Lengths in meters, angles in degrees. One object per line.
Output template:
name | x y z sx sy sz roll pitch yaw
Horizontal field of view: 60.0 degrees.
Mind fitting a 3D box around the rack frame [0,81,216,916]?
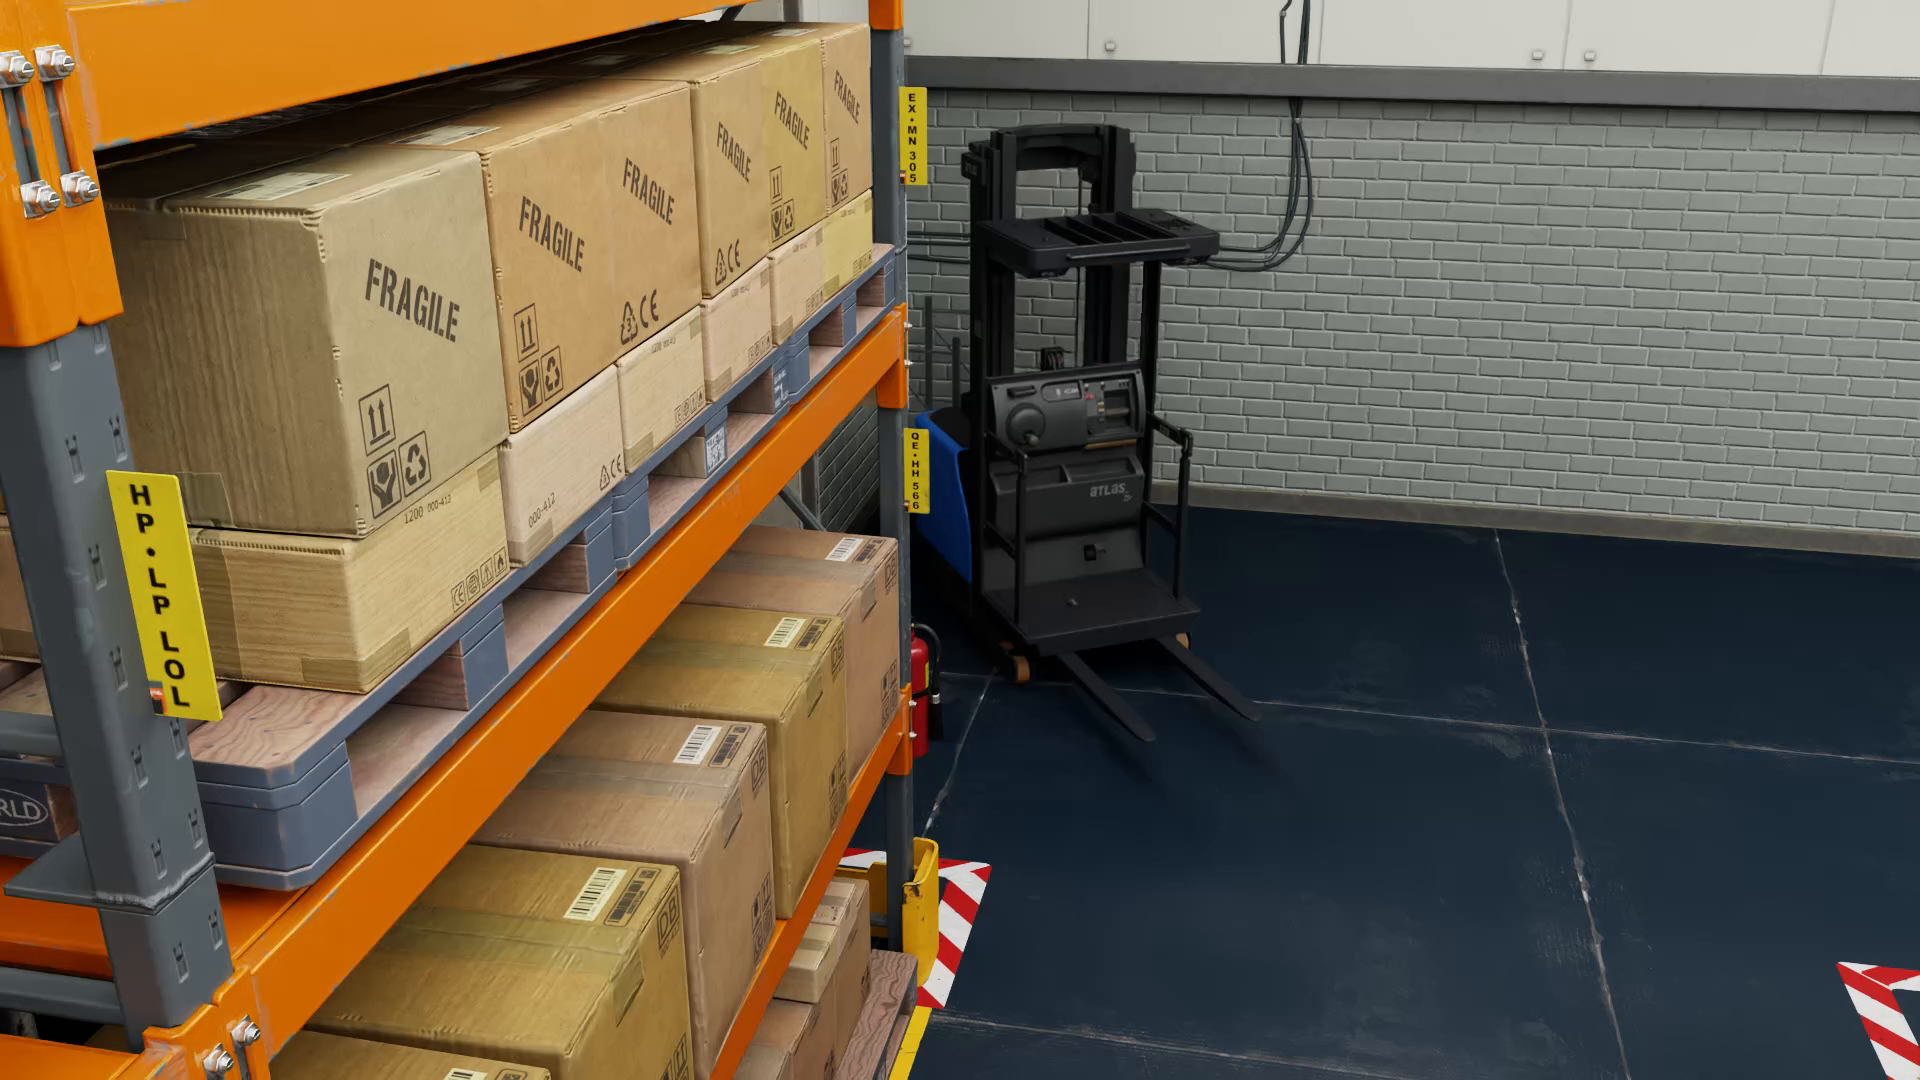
rack frame | -1.507 -0.971 1.720 1.000 3.000 0.127 4 22 11

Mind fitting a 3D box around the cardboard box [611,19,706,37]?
cardboard box | -1.076 -1.314 5.086 0.500 0.500 0.500 4 22 9

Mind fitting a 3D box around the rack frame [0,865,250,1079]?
rack frame | -1.507 1.811 2.841 1.000 3.000 0.127 4 22 11

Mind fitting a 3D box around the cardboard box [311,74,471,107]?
cardboard box | -1.402 -0.755 3.698 0.500 0.500 0.500 4 22 9

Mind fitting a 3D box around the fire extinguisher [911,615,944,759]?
fire extinguisher | -0.208 0.537 6.607 0.296 0.674 0.183 4 22 11

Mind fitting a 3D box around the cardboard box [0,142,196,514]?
cardboard box | -1.592 -0.373 2.750 0.500 0.500 0.500 4 22 11

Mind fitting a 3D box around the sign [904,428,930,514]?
sign | -0.162 -0.252 6.097 0.100 0.325 0.005 4 22 11

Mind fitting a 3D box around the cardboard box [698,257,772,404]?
cardboard box | -0.786 -0.545 4.182 0.500 0.250 0.500 4 22 9

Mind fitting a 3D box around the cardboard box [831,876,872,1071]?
cardboard box | -0.735 1.577 6.207 0.700 0.500 0.500 4 22 11

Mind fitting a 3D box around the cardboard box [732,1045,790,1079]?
cardboard box | -0.939 1.944 5.296 0.700 0.500 0.500 4 22 9

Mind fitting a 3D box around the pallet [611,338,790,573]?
pallet | -1.078 -0.282 4.143 1.003 0.211 1.213 4 22 11

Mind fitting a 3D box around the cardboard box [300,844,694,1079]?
cardboard box | -1.226 1.208 3.936 0.980 0.700 0.700 4 22 10

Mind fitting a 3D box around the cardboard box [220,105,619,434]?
cardboard box | -0.988 -0.527 3.134 0.500 0.500 0.500 4 22 10

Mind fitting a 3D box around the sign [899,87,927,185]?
sign | -0.162 -1.371 5.647 0.100 0.325 0.005 4 22 11

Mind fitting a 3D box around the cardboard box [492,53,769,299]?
cardboard box | -0.784 -0.900 4.060 0.500 0.500 0.500 3 22 9

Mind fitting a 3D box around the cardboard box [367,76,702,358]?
cardboard box | -0.892 -0.708 3.583 0.500 0.500 0.500 5 22 11

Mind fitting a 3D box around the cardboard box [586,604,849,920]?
cardboard box | -0.922 0.663 5.289 0.980 0.700 0.700 4 22 10

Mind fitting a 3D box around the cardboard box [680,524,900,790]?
cardboard box | -0.785 0.397 5.952 0.980 0.700 0.700 5 23 13

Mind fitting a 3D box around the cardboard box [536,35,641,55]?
cardboard box | -1.191 -1.121 4.608 0.500 0.500 0.500 4 22 10

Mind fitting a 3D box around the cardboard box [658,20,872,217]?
cardboard box | -0.573 -1.274 4.987 0.500 0.500 0.500 4 22 11

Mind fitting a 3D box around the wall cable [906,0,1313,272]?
wall cable | 0.814 -3.035 11.001 3.097 2.526 0.112 4 22 11

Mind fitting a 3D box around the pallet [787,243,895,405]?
pallet | -0.831 -0.730 5.254 1.003 0.211 1.213 4 22 11

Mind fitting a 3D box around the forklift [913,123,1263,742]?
forklift | 0.696 -0.724 9.227 1.130 2.935 3.031 -8 23 -19

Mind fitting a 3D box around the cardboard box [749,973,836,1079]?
cardboard box | -0.837 1.760 5.753 0.700 0.500 0.500 4 22 11

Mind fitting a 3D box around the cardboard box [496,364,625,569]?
cardboard box | -0.990 -0.170 3.249 0.500 0.250 0.500 4 22 10

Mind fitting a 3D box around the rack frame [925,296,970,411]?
rack frame | 0.003 -0.973 11.761 0.500 1.500 0.032 5 23 13

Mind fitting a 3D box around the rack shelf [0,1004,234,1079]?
rack shelf | -1.915 1.485 0.599 1.077 0.370 4.000 4 22 11

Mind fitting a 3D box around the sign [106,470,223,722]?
sign | -0.973 0.072 2.031 0.100 0.325 0.005 4 22 11

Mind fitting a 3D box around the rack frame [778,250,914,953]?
rack frame | -0.690 0.348 6.473 1.000 3.000 0.127 4 22 11

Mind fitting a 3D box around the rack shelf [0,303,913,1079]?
rack shelf | -1.098 0.022 4.231 1.077 0.370 4.000 4 22 11

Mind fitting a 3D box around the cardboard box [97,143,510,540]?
cardboard box | -1.087 -0.339 2.666 0.500 0.500 0.500 4 22 10

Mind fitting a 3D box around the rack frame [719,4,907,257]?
rack frame | -0.690 -2.434 5.353 1.000 3.000 0.127 4 22 11

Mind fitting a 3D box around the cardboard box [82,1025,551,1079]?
cardboard box | -1.380 1.475 3.274 0.980 0.700 0.700 5 22 12

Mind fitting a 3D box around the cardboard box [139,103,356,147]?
cardboard box | -1.488 -0.562 3.219 0.500 0.500 0.500 4 22 9

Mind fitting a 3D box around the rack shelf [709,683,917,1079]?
rack shelf | -1.098 1.414 4.791 1.077 0.370 4.000 4 22 11

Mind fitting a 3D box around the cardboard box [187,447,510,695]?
cardboard box | -1.107 0.016 2.789 0.500 0.250 0.500 4 22 11

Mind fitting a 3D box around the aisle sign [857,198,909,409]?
aisle sign | -0.382 -0.861 5.996 0.394 0.787 0.004 4 22 11

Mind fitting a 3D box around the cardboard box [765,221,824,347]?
cardboard box | -0.685 -0.736 4.656 0.500 0.250 0.500 4 22 9

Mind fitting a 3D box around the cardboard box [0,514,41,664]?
cardboard box | -1.596 -0.020 2.877 0.500 0.250 0.500 5 22 11

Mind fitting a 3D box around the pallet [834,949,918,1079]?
pallet | -0.777 1.940 6.253 1.003 0.211 1.213 4 22 11

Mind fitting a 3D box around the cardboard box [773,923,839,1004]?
cardboard box | -0.635 1.430 5.703 0.380 0.149 0.250 5 22 12

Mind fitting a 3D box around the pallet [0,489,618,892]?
pallet | -1.329 0.163 3.038 1.003 0.211 1.213 4 22 11

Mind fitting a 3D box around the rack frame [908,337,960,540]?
rack frame | -0.245 -0.604 10.847 0.500 1.500 0.032 5 23 13

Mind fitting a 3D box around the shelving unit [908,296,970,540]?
shelving unit | -0.121 -0.789 11.304 0.538 1.500 1.048 5 23 13

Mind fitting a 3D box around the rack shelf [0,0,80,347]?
rack shelf | -1.915 0.279 0.113 1.077 0.370 4.000 4 22 11

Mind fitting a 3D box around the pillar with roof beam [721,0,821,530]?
pillar with roof beam | 3.228 -3.160 7.153 9.100 9.000 0.400 4 22 11

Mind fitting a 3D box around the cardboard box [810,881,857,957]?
cardboard box | -0.583 1.337 5.935 0.380 0.149 0.250 4 22 10

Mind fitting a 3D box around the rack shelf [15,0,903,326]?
rack shelf | -1.098 -1.184 3.745 1.077 0.370 4.000 4 22 11

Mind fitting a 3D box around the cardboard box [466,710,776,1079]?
cardboard box | -1.087 0.942 4.599 0.980 0.700 0.700 3 22 8

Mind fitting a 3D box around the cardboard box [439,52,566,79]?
cardboard box | -1.293 -0.937 4.150 0.500 0.500 0.500 4 22 11

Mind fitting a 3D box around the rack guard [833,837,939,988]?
rack guard | -0.685 1.499 6.962 1.175 0.500 0.348 4 22 11

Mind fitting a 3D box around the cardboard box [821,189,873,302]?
cardboard box | -0.580 -0.927 5.129 0.500 0.250 0.500 5 23 13

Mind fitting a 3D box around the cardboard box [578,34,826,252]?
cardboard box | -0.685 -1.092 4.535 0.500 0.500 0.500 5 23 13

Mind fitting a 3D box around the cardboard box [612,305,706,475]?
cardboard box | -0.892 -0.358 3.716 0.500 0.250 0.500 4 22 9
